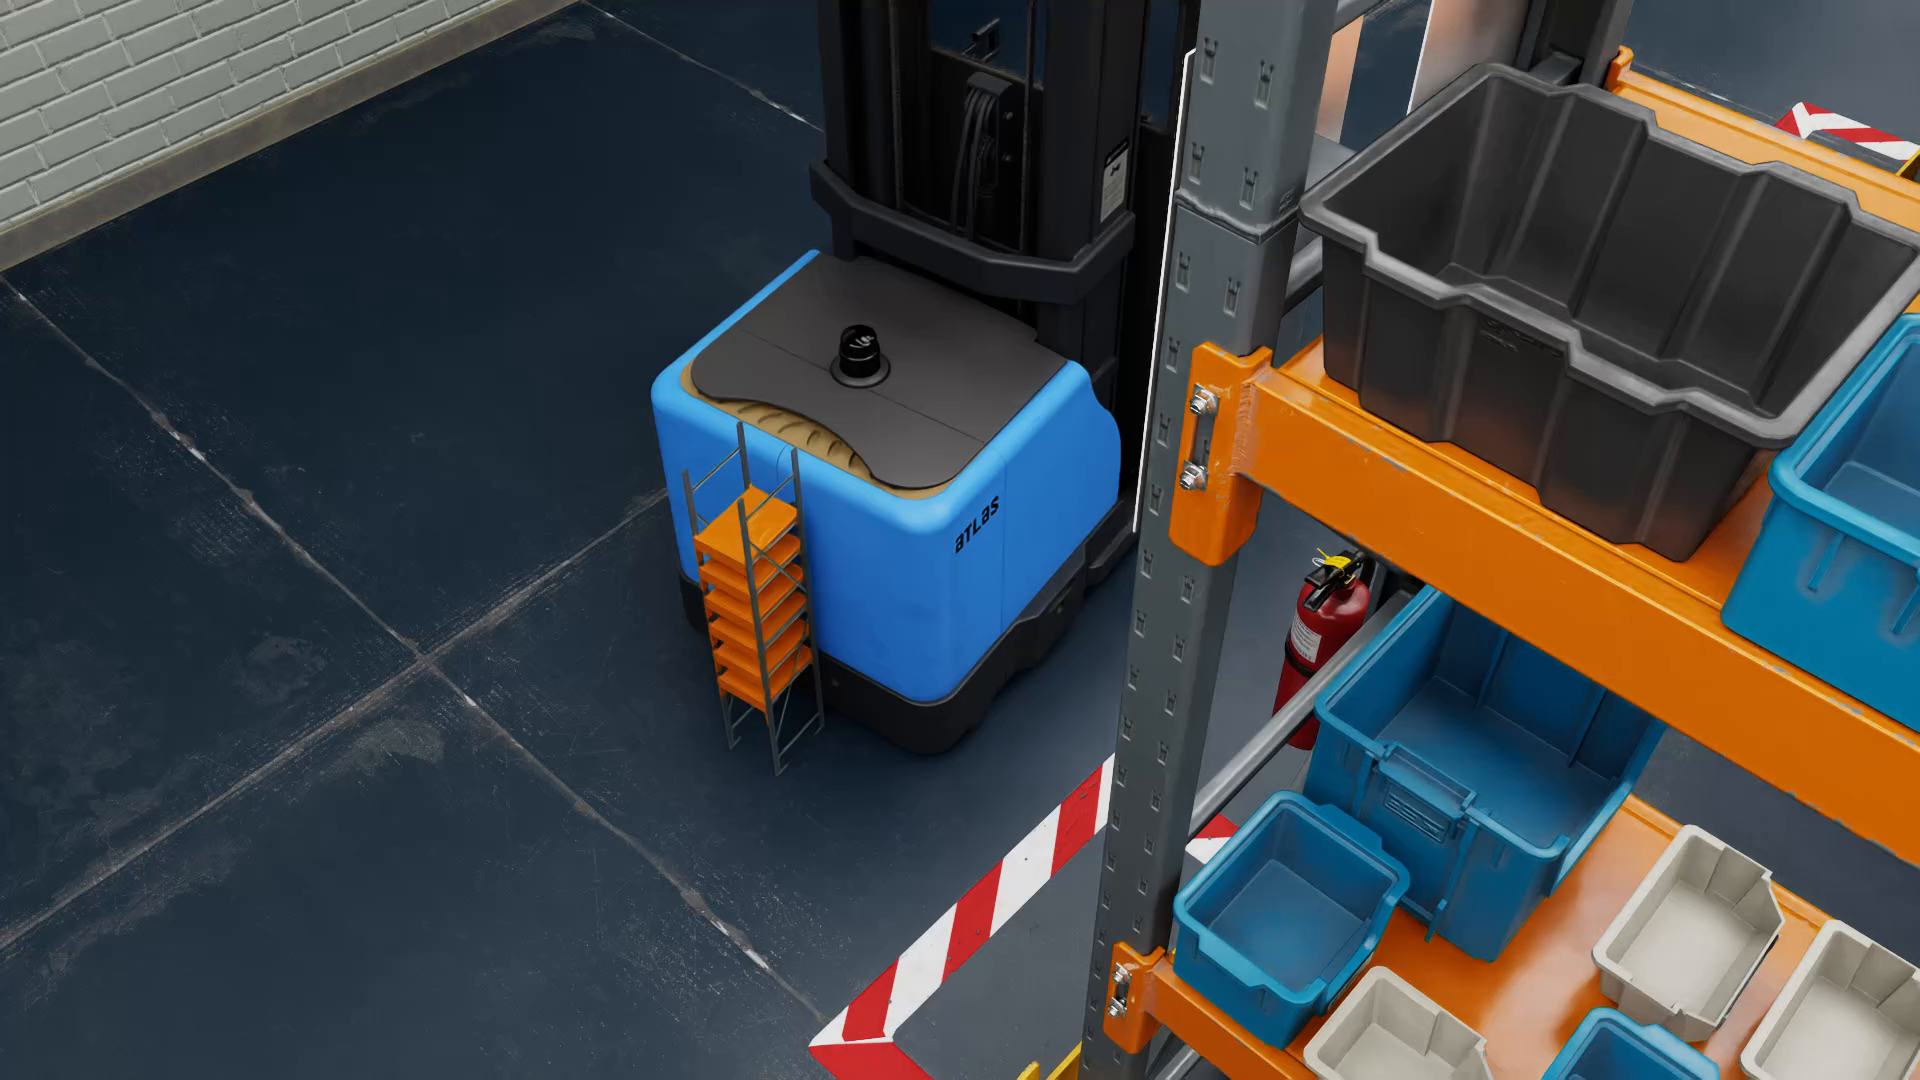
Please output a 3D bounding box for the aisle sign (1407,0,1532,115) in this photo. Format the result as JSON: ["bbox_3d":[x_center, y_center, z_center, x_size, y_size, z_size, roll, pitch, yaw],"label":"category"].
[{"bbox_3d":[0.791,-0.702,2.568,0.004,0.787,0.394,34,55,28],"label":"aisle sign"}]

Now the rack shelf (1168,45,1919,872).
[{"bbox_3d":[2.115,0.589,1.575,4.000,0.370,1.077,34,55,28],"label":"rack shelf"}]

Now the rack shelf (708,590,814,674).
[{"bbox_3d":[-0.568,0.234,4.768,0.180,0.103,0.258,26,52,23],"label":"rack shelf"}]

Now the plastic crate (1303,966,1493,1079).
[{"bbox_3d":[0.783,0.952,2.939,0.298,0.136,0.250,34,55,28],"label":"plastic crate"}]

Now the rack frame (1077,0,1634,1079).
[{"bbox_3d":[0.645,0.381,3.335,0.127,3.000,1.000,34,55,28],"label":"rack frame"}]

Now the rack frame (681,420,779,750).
[{"bbox_3d":[-0.644,0.166,4.771,0.006,1.200,0.240,26,52,23],"label":"rack frame"}]

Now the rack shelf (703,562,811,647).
[{"bbox_3d":[-0.569,0.152,4.680,0.180,0.103,0.258,26,52,23],"label":"rack shelf"}]

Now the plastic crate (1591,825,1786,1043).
[{"bbox_3d":[1.367,0.757,3.122,0.243,0.136,0.396,34,55,28],"label":"plastic crate"}]

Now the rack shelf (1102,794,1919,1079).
[{"bbox_3d":[2.115,1.616,2.669,4.000,0.370,1.077,34,55,28],"label":"rack shelf"}]

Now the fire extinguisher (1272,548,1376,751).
[{"bbox_3d":[0.842,0.217,3.798,0.183,0.674,0.296,34,55,28],"label":"fire extinguisher"}]

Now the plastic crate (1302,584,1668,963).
[{"bbox_3d":[1.018,0.413,3.239,0.499,0.435,0.616,34,55,28],"label":"plastic crate"}]

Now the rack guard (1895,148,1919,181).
[{"bbox_3d":[3.986,-1.429,6.749,0.348,0.500,1.175,34,55,28],"label":"rack guard"}]

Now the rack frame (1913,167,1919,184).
[{"bbox_3d":[4.004,-2.273,5.826,0.127,3.000,1.000,34,55,28],"label":"rack frame"}]

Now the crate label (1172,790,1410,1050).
[{"bbox_3d":[0.603,0.716,3.094,0.303,0.233,0.416,34,55,28],"label":"crate label"}]

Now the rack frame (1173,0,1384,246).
[{"bbox_3d":[0.645,-1.673,1.148,0.127,3.000,1.000,34,55,28],"label":"rack frame"}]

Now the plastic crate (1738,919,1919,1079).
[{"bbox_3d":[1.570,0.908,2.980,0.243,0.136,0.396,34,55,28],"label":"plastic crate"}]

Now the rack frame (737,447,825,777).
[{"bbox_3d":[-0.493,0.241,4.700,0.006,1.200,0.240,26,52,23],"label":"rack frame"}]

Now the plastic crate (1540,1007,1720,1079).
[{"bbox_3d":[1.087,1.041,2.788,0.300,0.233,0.416,34,55,28],"label":"plastic crate"}]

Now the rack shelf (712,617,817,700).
[{"bbox_3d":[-0.568,0.316,4.856,0.180,0.103,0.258,26,52,23],"label":"rack shelf"}]

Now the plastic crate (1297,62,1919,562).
[{"bbox_3d":[0.739,-0.262,1.970,0.590,0.269,0.497,34,55,28],"label":"plastic crate"}]

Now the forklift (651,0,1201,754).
[{"bbox_3d":[0.348,-1.401,5.055,1.130,2.935,3.031,26,52,23],"label":"forklift"}]

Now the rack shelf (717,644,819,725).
[{"bbox_3d":[-0.568,0.398,4.943,0.180,0.103,0.258,26,52,23],"label":"rack shelf"}]

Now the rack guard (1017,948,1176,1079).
[{"bbox_3d":[0.618,1.231,4.251,0.348,0.500,1.175,34,55,28],"label":"rack guard"}]

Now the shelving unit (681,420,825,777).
[{"bbox_3d":[-0.568,0.203,4.735,0.189,1.200,0.258,26,52,23],"label":"shelving unit"}]

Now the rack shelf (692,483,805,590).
[{"bbox_3d":[-0.569,-0.012,4.505,0.180,0.103,0.258,26,52,23],"label":"rack shelf"}]

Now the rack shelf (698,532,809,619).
[{"bbox_3d":[-0.569,0.070,4.592,0.180,0.103,0.258,26,52,23],"label":"rack shelf"}]

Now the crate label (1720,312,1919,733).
[{"bbox_3d":[1.104,0.034,1.705,0.502,0.251,0.408,34,55,28],"label":"crate label"}]

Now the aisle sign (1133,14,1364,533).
[{"bbox_3d":[0.390,-0.386,2.271,0.004,0.787,0.394,34,55,28],"label":"aisle sign"}]
